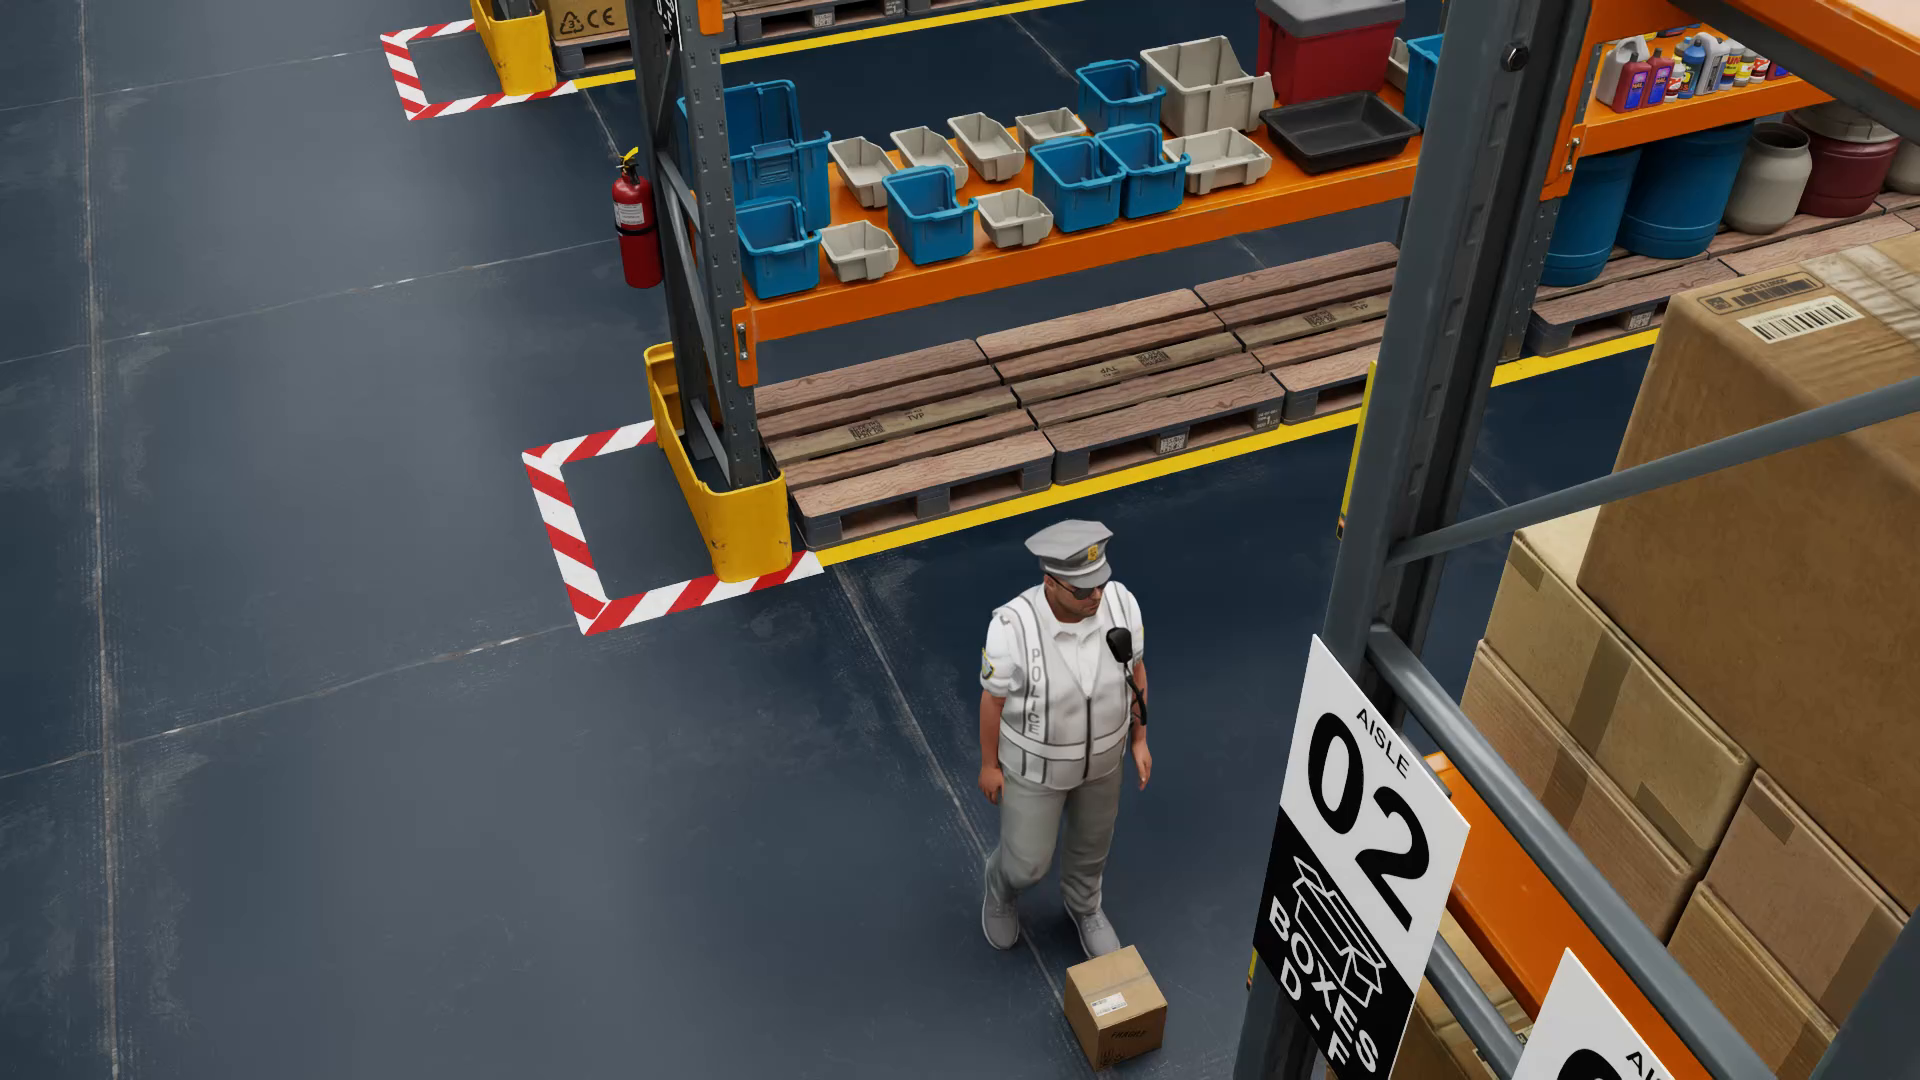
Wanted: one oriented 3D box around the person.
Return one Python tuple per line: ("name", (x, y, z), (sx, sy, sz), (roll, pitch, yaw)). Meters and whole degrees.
("person", (0.355, 0.709, 5.340), (0.567, 1.811, 0.488), (-15, 44, -16))
